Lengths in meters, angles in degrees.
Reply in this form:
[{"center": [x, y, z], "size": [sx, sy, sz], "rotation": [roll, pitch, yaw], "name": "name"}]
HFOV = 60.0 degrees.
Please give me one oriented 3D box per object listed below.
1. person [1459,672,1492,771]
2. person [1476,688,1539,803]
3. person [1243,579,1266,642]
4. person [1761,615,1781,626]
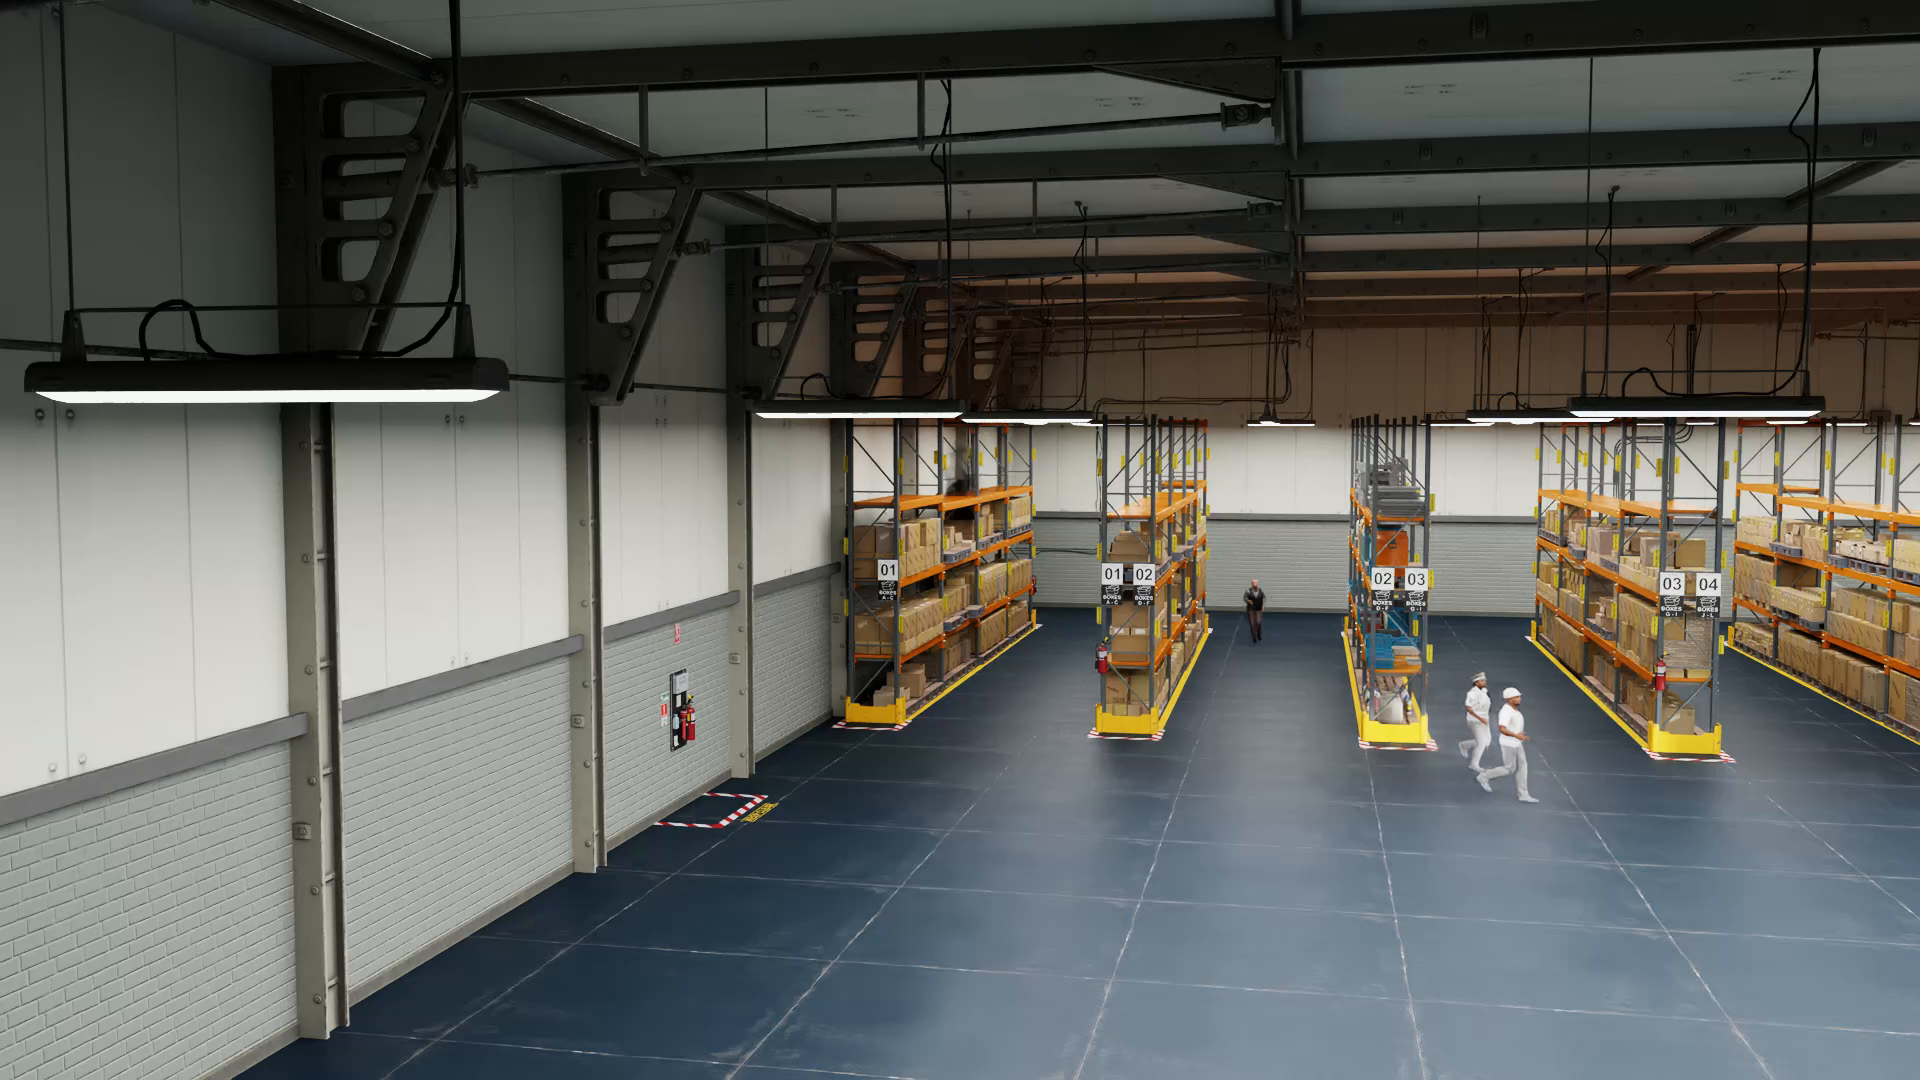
[{"center": [8.698, 3.039, 27.981], "size": [0.603, 1.673, 0.588], "rotation": [-3, 5, -41], "name": "person"}, {"center": [8.449, 3.144, 25.580], "size": [0.934, 1.756, 0.696], "rotation": [2, 4, 32], "name": "person"}, {"center": [7.903, 1.902, 44.590], "size": [0.634, 1.697, 0.653], "rotation": [0, 4, 4], "name": "person"}, {"center": [21.883, 1.880, 44.924], "size": [0.722, 1.707, 0.562], "rotation": [-3, 5, -37], "name": "person"}]
